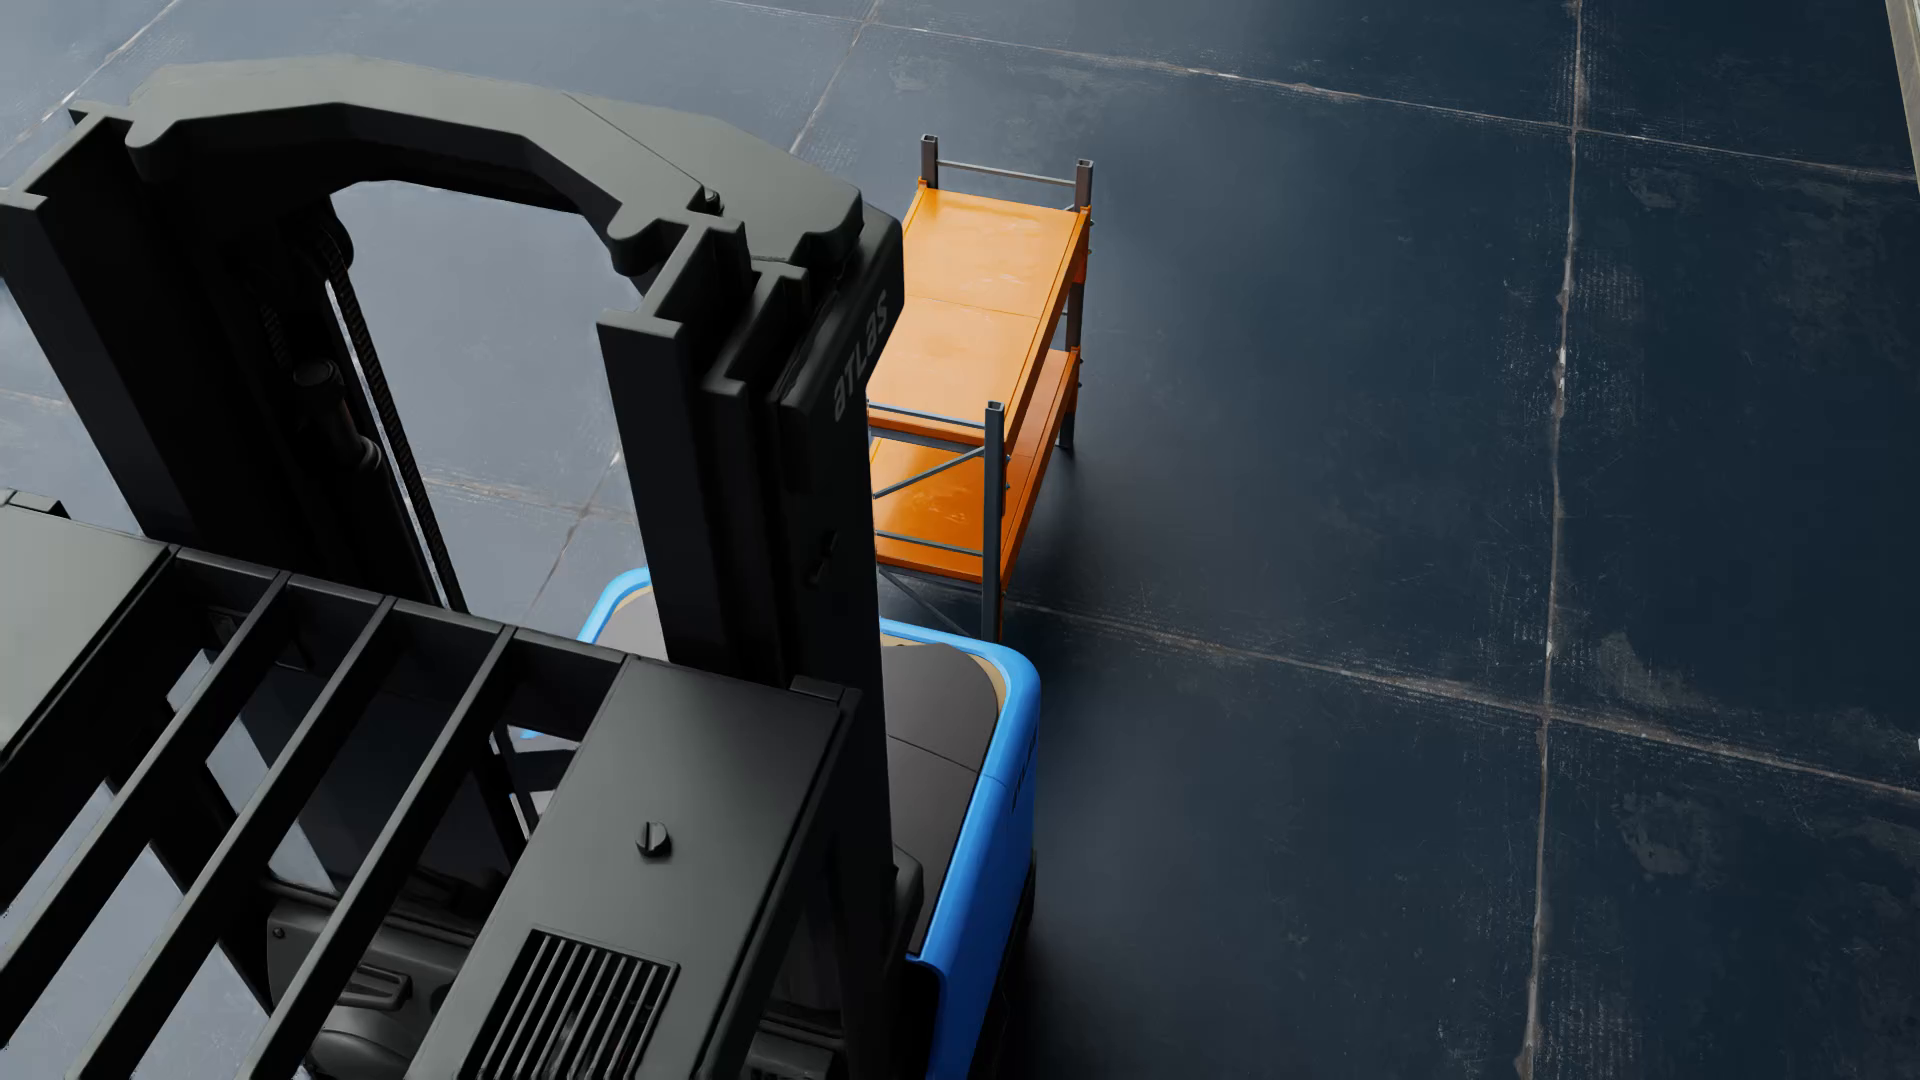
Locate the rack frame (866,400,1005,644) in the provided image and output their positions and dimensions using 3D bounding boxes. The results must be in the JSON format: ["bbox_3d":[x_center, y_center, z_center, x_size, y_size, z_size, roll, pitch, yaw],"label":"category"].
[{"bbox_3d":[-0.136,0.000,4.499,0.500,1.125,0.032,12,50,10],"label":"rack frame"}]

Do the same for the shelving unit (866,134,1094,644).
[{"bbox_3d":[-0.002,-0.367,4.824,0.538,1.125,1.048,12,50,10],"label":"shelving unit"}]

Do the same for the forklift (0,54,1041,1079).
[{"bbox_3d":[-0.709,0.949,2.458,1.130,2.935,3.031,12,50,11],"label":"forklift"}]

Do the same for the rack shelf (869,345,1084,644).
[{"bbox_3d":[-0.002,-0.206,5.007,0.538,0.278,1.000,12,50,10],"label":"rack shelf"}]

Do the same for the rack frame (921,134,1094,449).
[{"bbox_3d":[0.132,-0.735,5.148,0.500,1.125,0.032,12,50,10],"label":"rack frame"}]

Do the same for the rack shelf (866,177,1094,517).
[{"bbox_3d":[-0.002,-0.561,4.604,0.538,0.278,1.000,12,50,10],"label":"rack shelf"}]
